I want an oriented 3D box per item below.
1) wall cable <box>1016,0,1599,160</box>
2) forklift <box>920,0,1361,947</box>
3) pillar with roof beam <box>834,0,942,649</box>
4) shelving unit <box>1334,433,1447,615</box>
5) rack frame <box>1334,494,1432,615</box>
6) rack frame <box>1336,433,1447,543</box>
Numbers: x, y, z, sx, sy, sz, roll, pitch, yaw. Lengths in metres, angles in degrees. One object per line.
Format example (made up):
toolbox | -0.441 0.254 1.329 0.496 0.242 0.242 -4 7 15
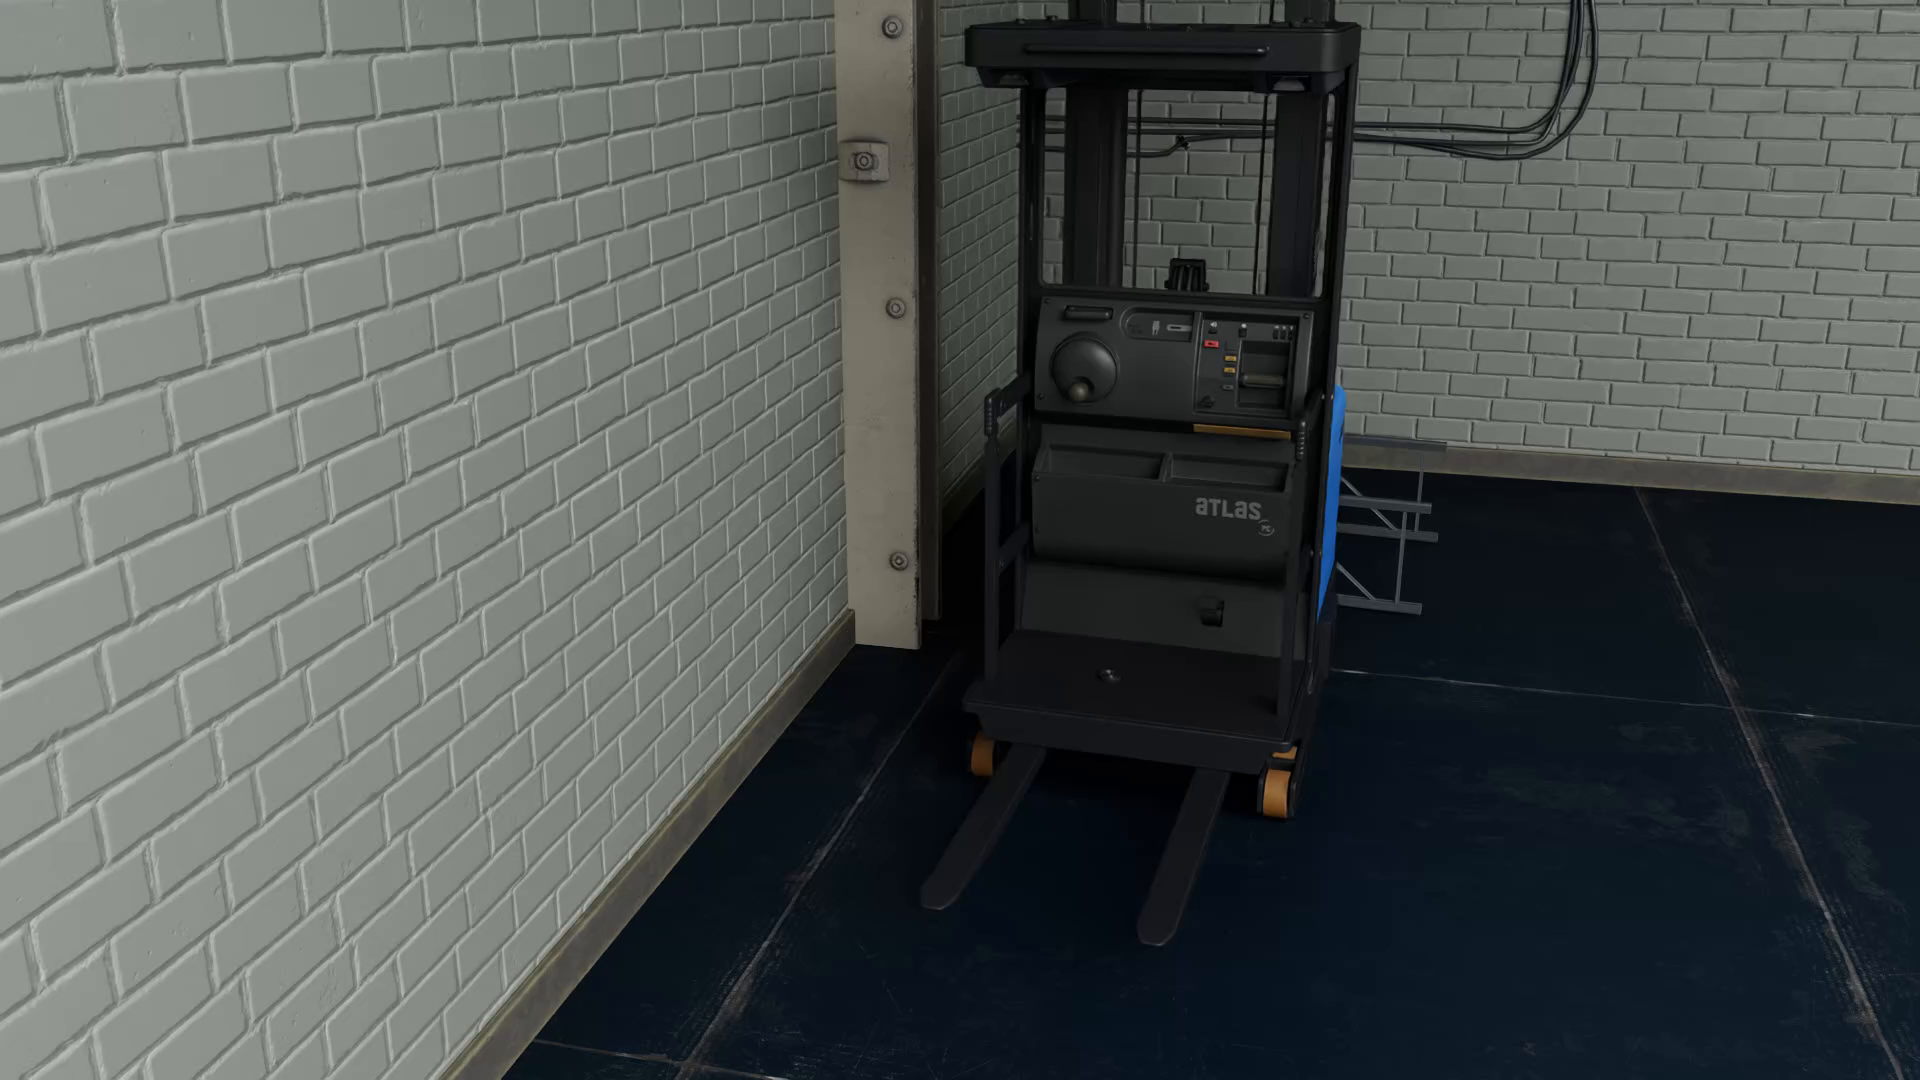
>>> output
wall cable | 1.729 -3.230 8.527 3.097 2.526 0.112 5 19 13
forklift | 0.656 -0.609 5.435 1.130 2.935 3.031 6 20 16
pillar with roof beam | 3.902 -3.541 4.632 9.100 9.000 0.400 5 19 13
shelving unit | 1.451 -0.151 7.798 1.500 0.538 1.048 6 20 18
rack frame | 1.285 0.004 7.343 1.500 0.500 0.032 6 20 18
rack frame | 1.617 -0.307 8.252 1.500 0.500 0.032 6 20 18
